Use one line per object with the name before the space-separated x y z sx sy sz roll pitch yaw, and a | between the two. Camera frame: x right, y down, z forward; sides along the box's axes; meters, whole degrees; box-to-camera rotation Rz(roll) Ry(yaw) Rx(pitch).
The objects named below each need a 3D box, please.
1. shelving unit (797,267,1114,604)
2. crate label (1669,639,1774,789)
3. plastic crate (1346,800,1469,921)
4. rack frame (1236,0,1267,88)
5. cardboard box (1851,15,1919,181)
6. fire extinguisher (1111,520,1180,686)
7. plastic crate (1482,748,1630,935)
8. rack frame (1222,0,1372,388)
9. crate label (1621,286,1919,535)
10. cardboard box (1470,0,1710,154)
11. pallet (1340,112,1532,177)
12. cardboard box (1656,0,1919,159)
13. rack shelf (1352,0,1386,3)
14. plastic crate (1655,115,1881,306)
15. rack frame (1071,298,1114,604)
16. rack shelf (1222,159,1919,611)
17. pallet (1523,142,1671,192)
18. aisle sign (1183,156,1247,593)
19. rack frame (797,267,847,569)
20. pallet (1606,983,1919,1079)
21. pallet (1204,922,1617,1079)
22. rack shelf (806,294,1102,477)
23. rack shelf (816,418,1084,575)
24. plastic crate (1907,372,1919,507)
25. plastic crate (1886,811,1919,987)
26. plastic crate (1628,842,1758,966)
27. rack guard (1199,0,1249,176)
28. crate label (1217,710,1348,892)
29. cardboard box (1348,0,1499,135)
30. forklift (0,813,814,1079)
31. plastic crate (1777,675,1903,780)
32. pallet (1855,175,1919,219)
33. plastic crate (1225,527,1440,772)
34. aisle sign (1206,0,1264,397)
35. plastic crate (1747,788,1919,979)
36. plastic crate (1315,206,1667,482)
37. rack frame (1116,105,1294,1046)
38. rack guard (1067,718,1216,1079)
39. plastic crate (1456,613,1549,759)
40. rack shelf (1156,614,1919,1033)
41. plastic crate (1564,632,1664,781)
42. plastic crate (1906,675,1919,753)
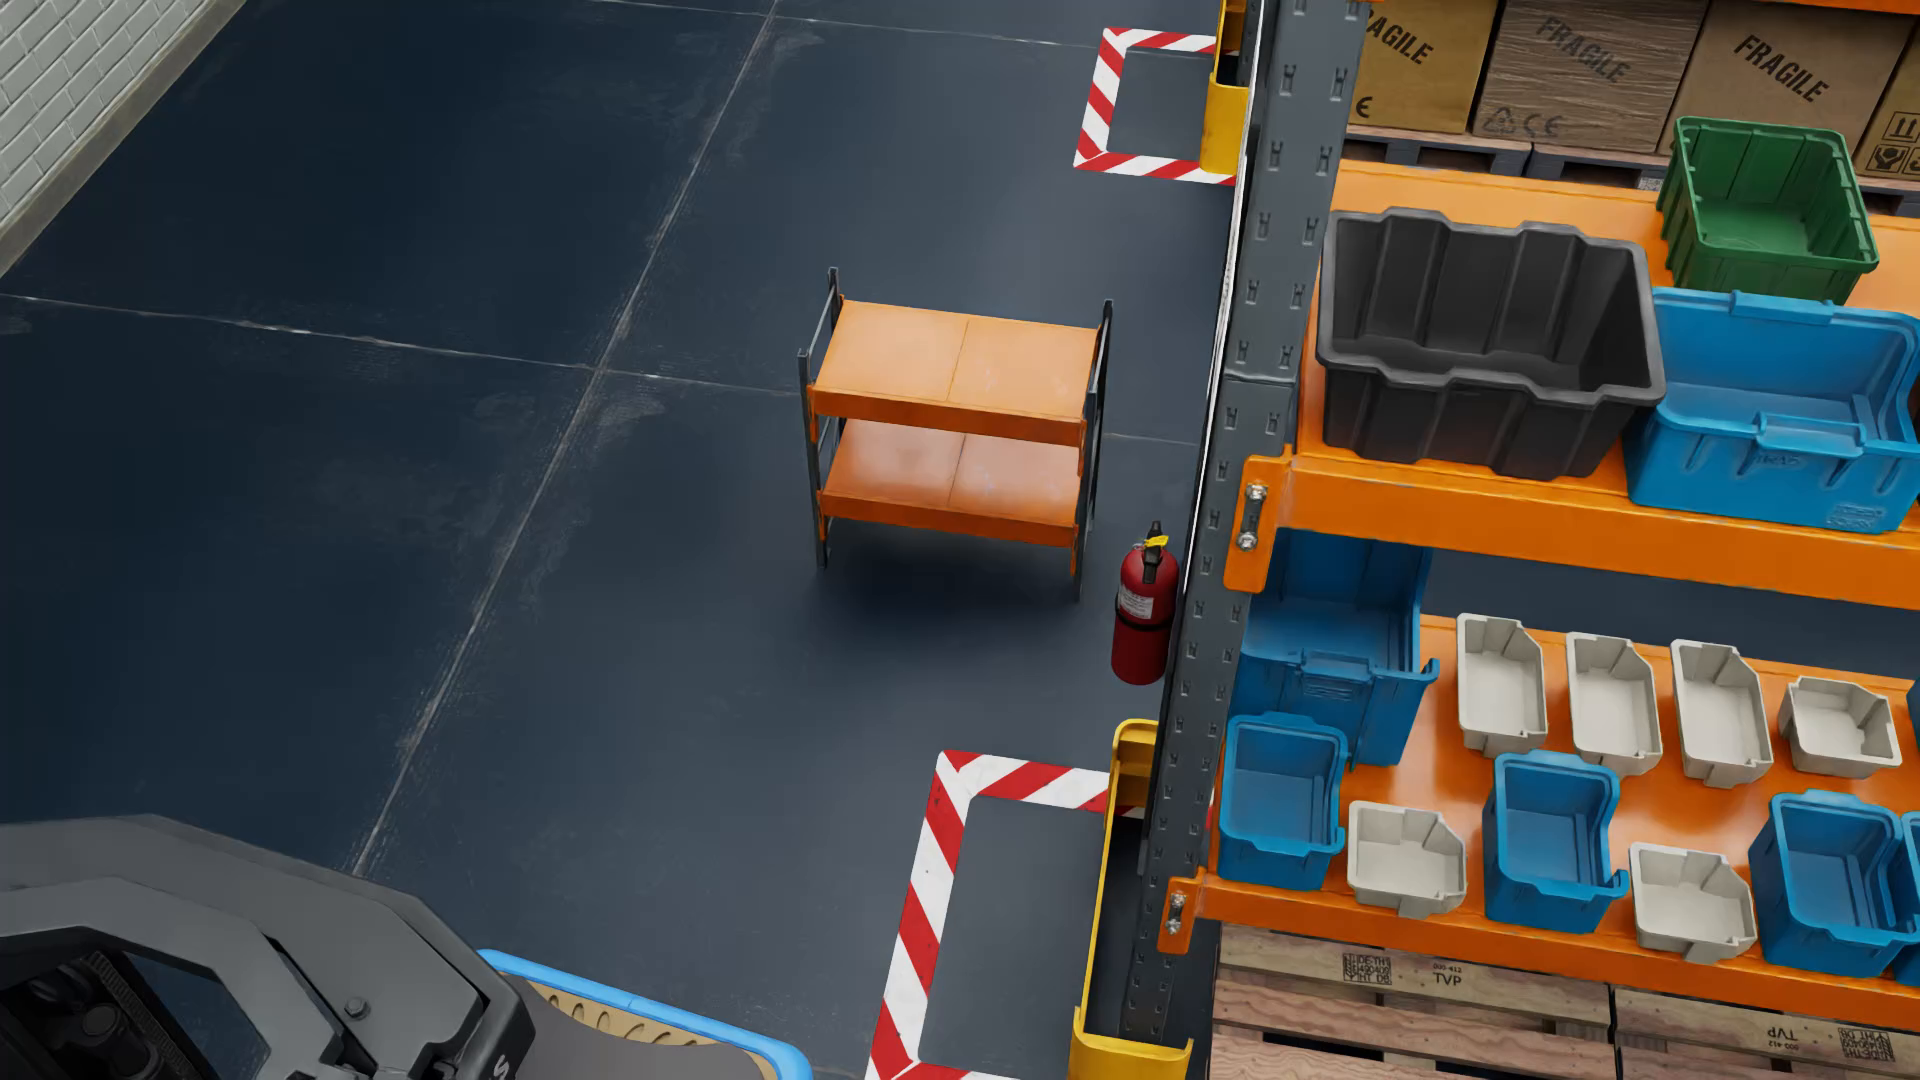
shelving unit | -0.007 -0.377 6.304 1.048 1.125 0.538 8 49 7
crate label | 2.011 0.472 4.418 0.243 0.136 0.396 8 49 7
plastic crate | 1.101 0.806 4.119 0.298 0.136 0.250 8 49 7
rack frame | 1.497 -3.265 7.639 0.127 3.000 1.000 8 49 7
cardboard box | 4.798 -2.312 7.929 0.875 0.875 0.875 8 49 7
fire extinguisher | 0.548 0.159 4.866 0.183 0.674 0.296 8 49 7
plastic crate | 1.448 0.757 4.097 0.300 0.233 0.416 8 49 7
rack frame | 0.616 -1.644 2.150 0.127 3.000 1.000 8 49 7
crate label | 1.466 -0.234 2.999 0.502 0.251 0.408 8 49 7
cardboard box | 3.036 -2.548 8.141 0.875 0.875 0.875 8 49 7
pallet | 2.297 -2.284 8.633 1.213 0.211 1.003 8 49 7
cardboard box | 3.912 -2.431 8.036 0.875 0.875 0.875 8 49 7
rack shelf | 2.584 -1.006 2.328 4.000 0.370 1.077 8 49 7
plastic crate | 1.637 -0.650 3.415 0.336 0.188 0.450 8 49 7
rack frame | 0.494 -0.310 6.244 0.032 1.125 0.500 8 49 7
rack shelf | 2.584 -0.137 3.295 4.000 0.370 1.077 8 49 7
pallet | 3.494 -2.121 8.486 1.213 0.211 1.003 8 49 7
aisle sign | 0.492 -0.300 3.227 0.004 0.787 0.394 8 49 7
rack frame | -0.507 -0.444 6.365 0.032 1.125 0.500 8 49 7
pallet | 2.617 1.593 5.148 1.213 0.211 1.003 8 49 7
pallet | 1.420 1.430 5.295 1.213 0.211 1.003 8 49 7
rack shelf | -0.007 -0.572 6.087 1.000 0.278 0.538 8 49 7
rack shelf | -0.007 -0.213 6.486 1.000 0.278 0.538 8 49 7
plastic crate | 2.070 -0.218 2.926 0.767 0.338 0.504 8 49 7
plastic crate | 2.391 0.884 3.983 0.300 0.233 0.416 8 49 7
plastic crate | 1.769 0.895 4.038 0.298 0.136 0.250 8 49 7
rack guard | 1.473 -2.432 8.571 0.348 0.500 1.175 8 49 7
crate label | 0.800 0.670 4.175 0.303 0.233 0.416 8 49 7
cardboard box | 2.141 -2.669 8.250 0.875 0.875 0.875 8 49 7
forklift | -1.295 1.945 3.003 1.130 2.935 3.031 14 50 12
plastic crate | 2.306 0.498 4.395 0.250 0.136 0.298 8 49 7
pallet | 4.698 -1.961 8.342 1.213 0.211 1.003 8 49 7
plastic crate | 0.978 0.236 4.429 0.499 0.435 0.616 8 49 7
aisle sign | 0.597 -0.732 3.615 0.004 0.787 0.394 8 49 7
plastic crate | 2.096 0.844 4.019 0.300 0.233 0.416 8 49 7
plastic crate | 0.945 -0.343 3.085 0.590 0.269 0.497 8 49 7
rack frame | 0.616 0.361 4.381 0.127 3.000 1.000 8 49 7
rack guard | 0.590 1.203 5.305 0.348 0.500 1.175 8 49 7
plastic crate | 1.450 0.404 4.479 0.243 0.136 0.396 8 49 7
rack shelf | 2.584 0.866 4.411 4.000 0.370 1.077 8 49 7
plastic crate | 1.733 0.453 4.435 0.243 0.136 0.396 8 49 7
plastic crate | 2.682 0.481 4.346 0.300 0.233 0.416 8 49 7
